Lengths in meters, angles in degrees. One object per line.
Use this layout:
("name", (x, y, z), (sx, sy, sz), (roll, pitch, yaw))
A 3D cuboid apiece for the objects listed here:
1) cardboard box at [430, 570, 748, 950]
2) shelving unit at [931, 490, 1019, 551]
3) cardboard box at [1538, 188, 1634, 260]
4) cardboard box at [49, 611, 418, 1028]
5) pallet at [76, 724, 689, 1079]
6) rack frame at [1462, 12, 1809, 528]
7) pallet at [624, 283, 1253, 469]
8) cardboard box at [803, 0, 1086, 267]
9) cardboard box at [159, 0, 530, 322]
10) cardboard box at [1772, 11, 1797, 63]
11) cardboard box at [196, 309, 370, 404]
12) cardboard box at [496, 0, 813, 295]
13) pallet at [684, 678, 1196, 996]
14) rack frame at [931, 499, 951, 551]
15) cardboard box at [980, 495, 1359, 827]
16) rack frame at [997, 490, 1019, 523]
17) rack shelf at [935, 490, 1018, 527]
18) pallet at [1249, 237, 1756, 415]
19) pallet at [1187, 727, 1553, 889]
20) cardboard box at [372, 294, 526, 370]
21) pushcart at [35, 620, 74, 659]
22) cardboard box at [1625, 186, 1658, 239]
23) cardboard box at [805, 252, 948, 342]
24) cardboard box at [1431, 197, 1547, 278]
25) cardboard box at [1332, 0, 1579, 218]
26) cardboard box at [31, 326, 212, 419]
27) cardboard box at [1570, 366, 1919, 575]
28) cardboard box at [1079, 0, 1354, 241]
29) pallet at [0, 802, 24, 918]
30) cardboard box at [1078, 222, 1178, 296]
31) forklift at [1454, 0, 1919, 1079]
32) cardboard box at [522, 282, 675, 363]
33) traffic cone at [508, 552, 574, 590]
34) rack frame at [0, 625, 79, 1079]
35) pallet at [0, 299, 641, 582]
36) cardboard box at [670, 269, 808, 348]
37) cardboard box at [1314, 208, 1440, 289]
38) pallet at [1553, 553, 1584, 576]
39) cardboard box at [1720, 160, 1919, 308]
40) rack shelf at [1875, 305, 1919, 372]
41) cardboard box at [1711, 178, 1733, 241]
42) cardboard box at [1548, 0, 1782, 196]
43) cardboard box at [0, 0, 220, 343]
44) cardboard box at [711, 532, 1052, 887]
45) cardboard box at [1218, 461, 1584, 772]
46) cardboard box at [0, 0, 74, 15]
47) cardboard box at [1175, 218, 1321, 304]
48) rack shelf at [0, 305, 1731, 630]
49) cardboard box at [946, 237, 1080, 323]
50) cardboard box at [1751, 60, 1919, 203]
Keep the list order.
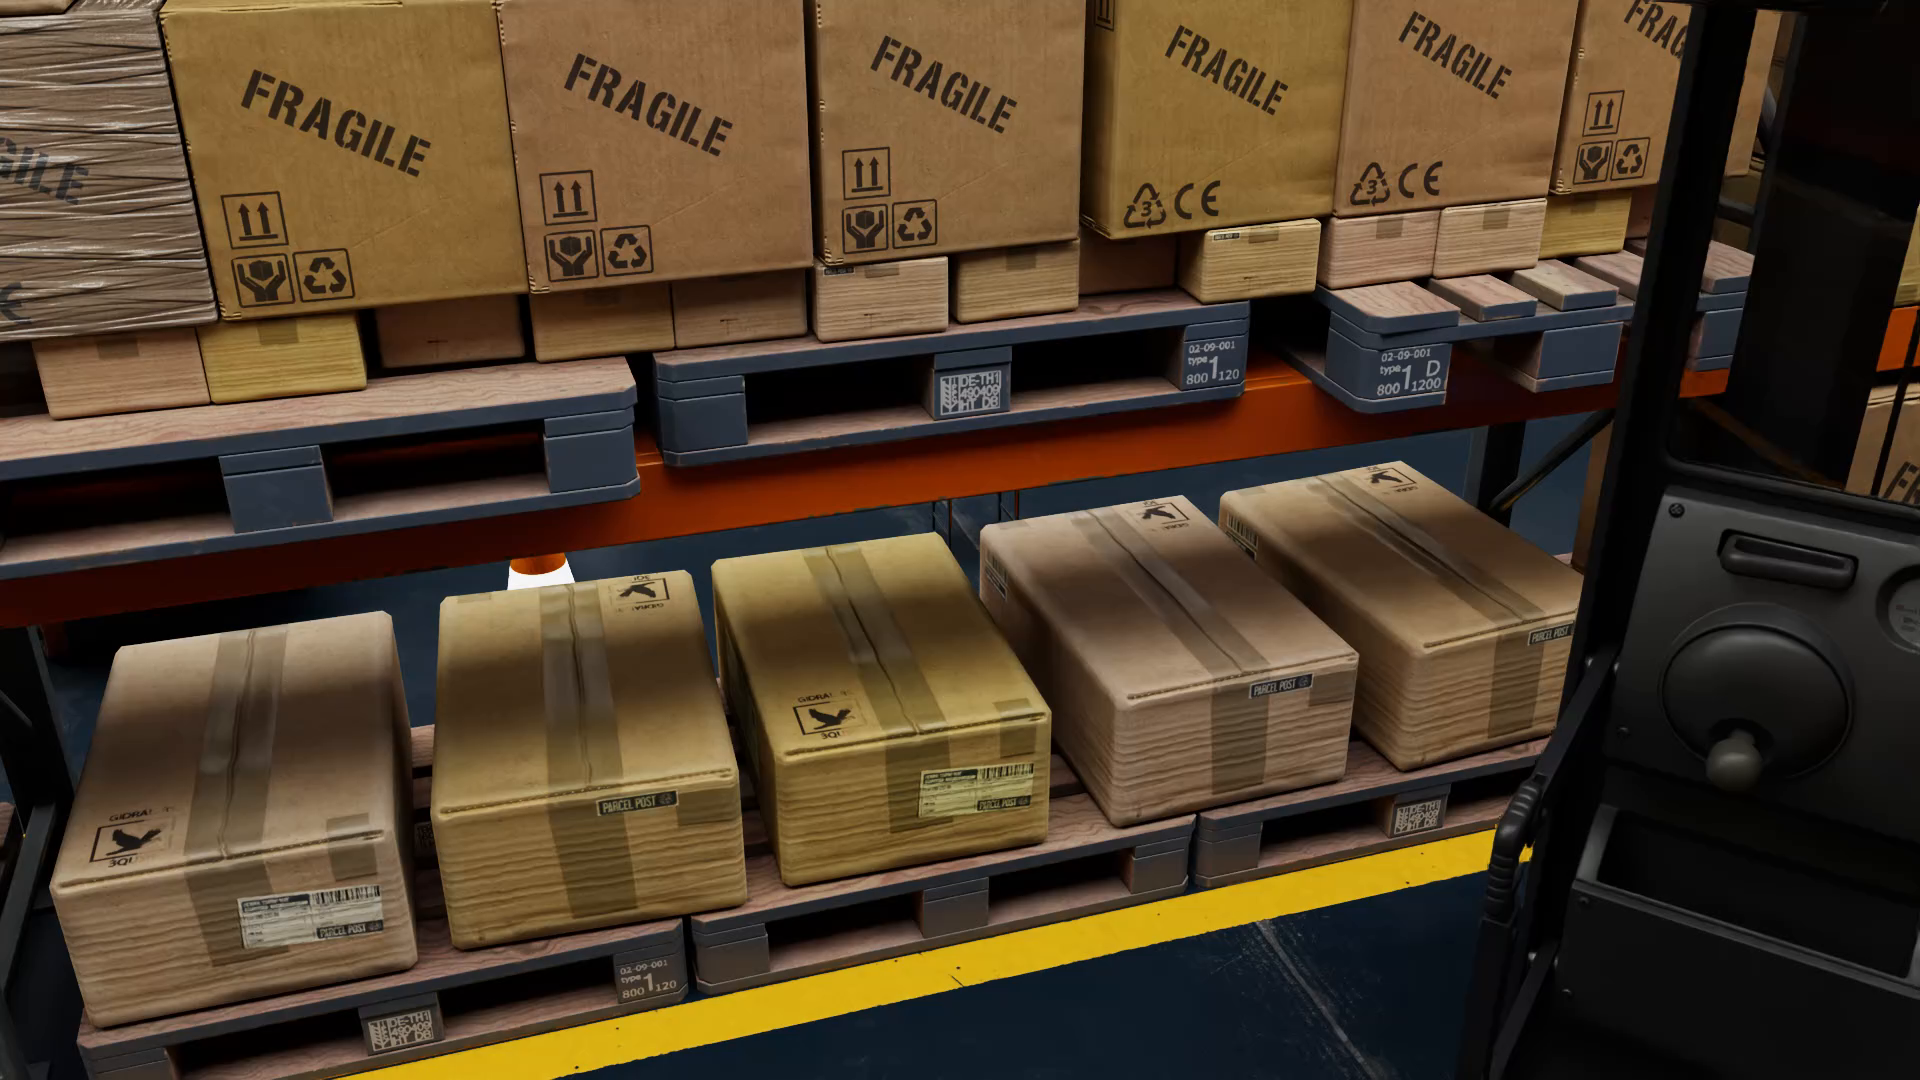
("cardboard box", (-0.883, 0.473, 3.906), (0.625, 0.372, 0.950), (-7, 27, -13))
("shelving unit", (0.051, -0.478, 5.531), (0.252, 1.050, 0.215), (-8, 28, -16))
("cardboard box", (1.268, -0.756, 3.710), (0.250, 0.149, 0.380), (-8, 27, -15))
("cardboard box", (-1.566, 0.574, 3.704), (0.625, 0.372, 0.950), (-8, 27, -15))
("pallet", (-1.324, 0.799, 3.902), (1.213, 0.211, 1.003), (-8, 28, -16))
("rack frame", (1.740, -0.893, 4.175), (0.127, 3.000, 1.000), (-8, 28, -16))
("pallet", (-0.130, -0.517, 3.633), (1.213, 0.211, 1.003), (-8, 28, -16))
("cardboard box", (-0.094, -0.858, 3.186), (0.500, 0.500, 0.500), (-9, 28, -18))
("cardboard box", (-1.053, -0.720, 2.909), (0.500, 0.500, 0.500), (-8, 28, -16))
("cardboard box", (2.284, -1.350, 3.859), (0.500, 0.500, 0.500), (-9, 28, -18))
("cardboard box", (-1.200, -0.391, 2.974), (0.250, 0.149, 0.380), (-8, 27, -15))
("cardboard box", (-0.579, -0.783, 3.034), (0.500, 0.500, 0.500), (-8, 28, -16))
("pallet", (-0.162, 0.630, 4.244), (1.213, 0.211, 1.003), (-8, 28, -16))
("rack frame", (-0.065, -0.461, 5.498), (0.008, 1.050, 0.200), (-8, 28, -16))
("cardboard box", (0.500, 0.275, 4.306), (0.625, 0.372, 0.950), (-9, 28, -17))
("rack frame", (0.167, -0.494, 5.565), (0.008, 1.050, 0.200), (-8, 28, -16))
("rack shelf", (0.051, -0.219, 5.660), (0.240, 0.259, 0.215), (-8, 28, -16))
("pallet", (1.095, -0.664, 3.929), (1.003, 0.211, 1.213), (-8, 28, -16))
("pallet", (0.996, 0.463, 4.579), (1.213, 0.211, 1.003), (-8, 28, -16))
("cardboard box", (-0.954, -0.462, 3.117), (0.250, 0.149, 0.380), (-6, 27, -13))
("pushcart", (-2.817, -0.124, 5.576), (0.936, 0.377, 1.648), (-19, 32, -33))
("cardboard box", (1.501, -0.824, 3.846), (0.250, 0.149, 0.380), (-7, 27, -14))
("cardboard box", (-0.193, -0.528, 3.250), (0.250, 0.149, 0.380), (-7, 27, -14))
("cardboard box", (1.043, -0.702, 3.602), (0.250, 0.149, 0.380), (-8, 28, -17))
("cardboard box", (0.905, -1.003, 3.477), (0.500, 0.500, 0.500), (-9, 28, -17))
("cardboard box", (-1.440, -0.360, 2.912), (0.250, 0.149, 0.380), (-8, 27, -15))
("cardboard box", (2.422, -0.189, 4.675), (0.875, 0.875, 0.875), (-8, 28, -17))
("cardboard box", (0.426, -0.933, 3.336), (0.500, 0.500, 0.500), (-10, 28, -20))
("pallet", (-2.691, 1.015, 3.469), (1.213, 0.211, 1.003), (-8, 28, -16))
("cardboard box", (0.265, -0.646, 3.488), (0.250, 0.149, 0.380), (-8, 28, -16))
("forklift", (1.245, 0.246, 1.958), (1.130, 2.935, 3.031), (15, 30, 28))
("cardboard box", (-0.697, -0.480, 3.153), (0.250, 0.149, 0.380), (-8, 27, -15))
("traffic cone", (-1.318, 0.032, 5.166), (0.334, 0.463, 0.336), (-8, 28, -16))
("rack frame", (-2.064, -0.342, 3.065), (0.127, 3.000, 1.000), (-8, 28, -16))
("pallet", (-1.292, -0.300, 3.196), (1.213, 0.211, 1.003), (-8, 28, -16))
("cardboard box", (-0.461, -0.513, 3.220), (0.250, 0.149, 0.380), (-8, 28, -16))
("cardboard box", (0.801, -0.671, 3.539), (0.250, 0.149, 0.380), (-10, 28, -19))
("pallet", (2.513, 0.280, 4.949), (1.213, 0.211, 1.003), (-8, 28, -16))
("cardboard box", (2.283, -0.786, 4.130), (0.500, 0.250, 0.500), (-9, 28, -17))
("rack shelf", (3.641, -0.846, 4.889), (4.000, 0.370, 1.077), (-8, 28, -16))
("cardboard box", (2.140, -1.005, 4.569), (0.500, 0.250, 0.500), (-9, 28, -18))
("cardboard box", (1.393, -1.079, 3.630), (0.500, 0.500, 0.500), (-9, 28, -18))
("cardboard box", (-1.529, -0.651, 2.769), (0.500, 0.500, 0.500), (-8, 27, -15))
("cardboard box", (-0.223, 0.377, 4.100), (0.625, 0.372, 0.950), (-7, 27, -14))
("cardboard box", (1.199, 0.170, 4.517), (0.625, 0.372, 0.950), (-10, 28, -20))
("cardboard box", (-1.507, -0.914, 2.568), (0.250, 0.149, 0.380), (-8, 28, -16))
("cardboard box", (0.543, -0.627, 3.451), (0.250, 0.149, 0.380), (-8, 27, -15))
("rack shelf", (-0.162, -0.295, 3.780), (4.000, 0.370, 1.077), (-8, 28, -16))
("cardboard box", (0.052, -0.577, 3.349), (0.250, 0.149, 0.380), (-9, 28, -18))
("cardboard box", (2.298, -1.015, 4.027), (0.500, 0.250, 0.500), (-8, 28, -16))
